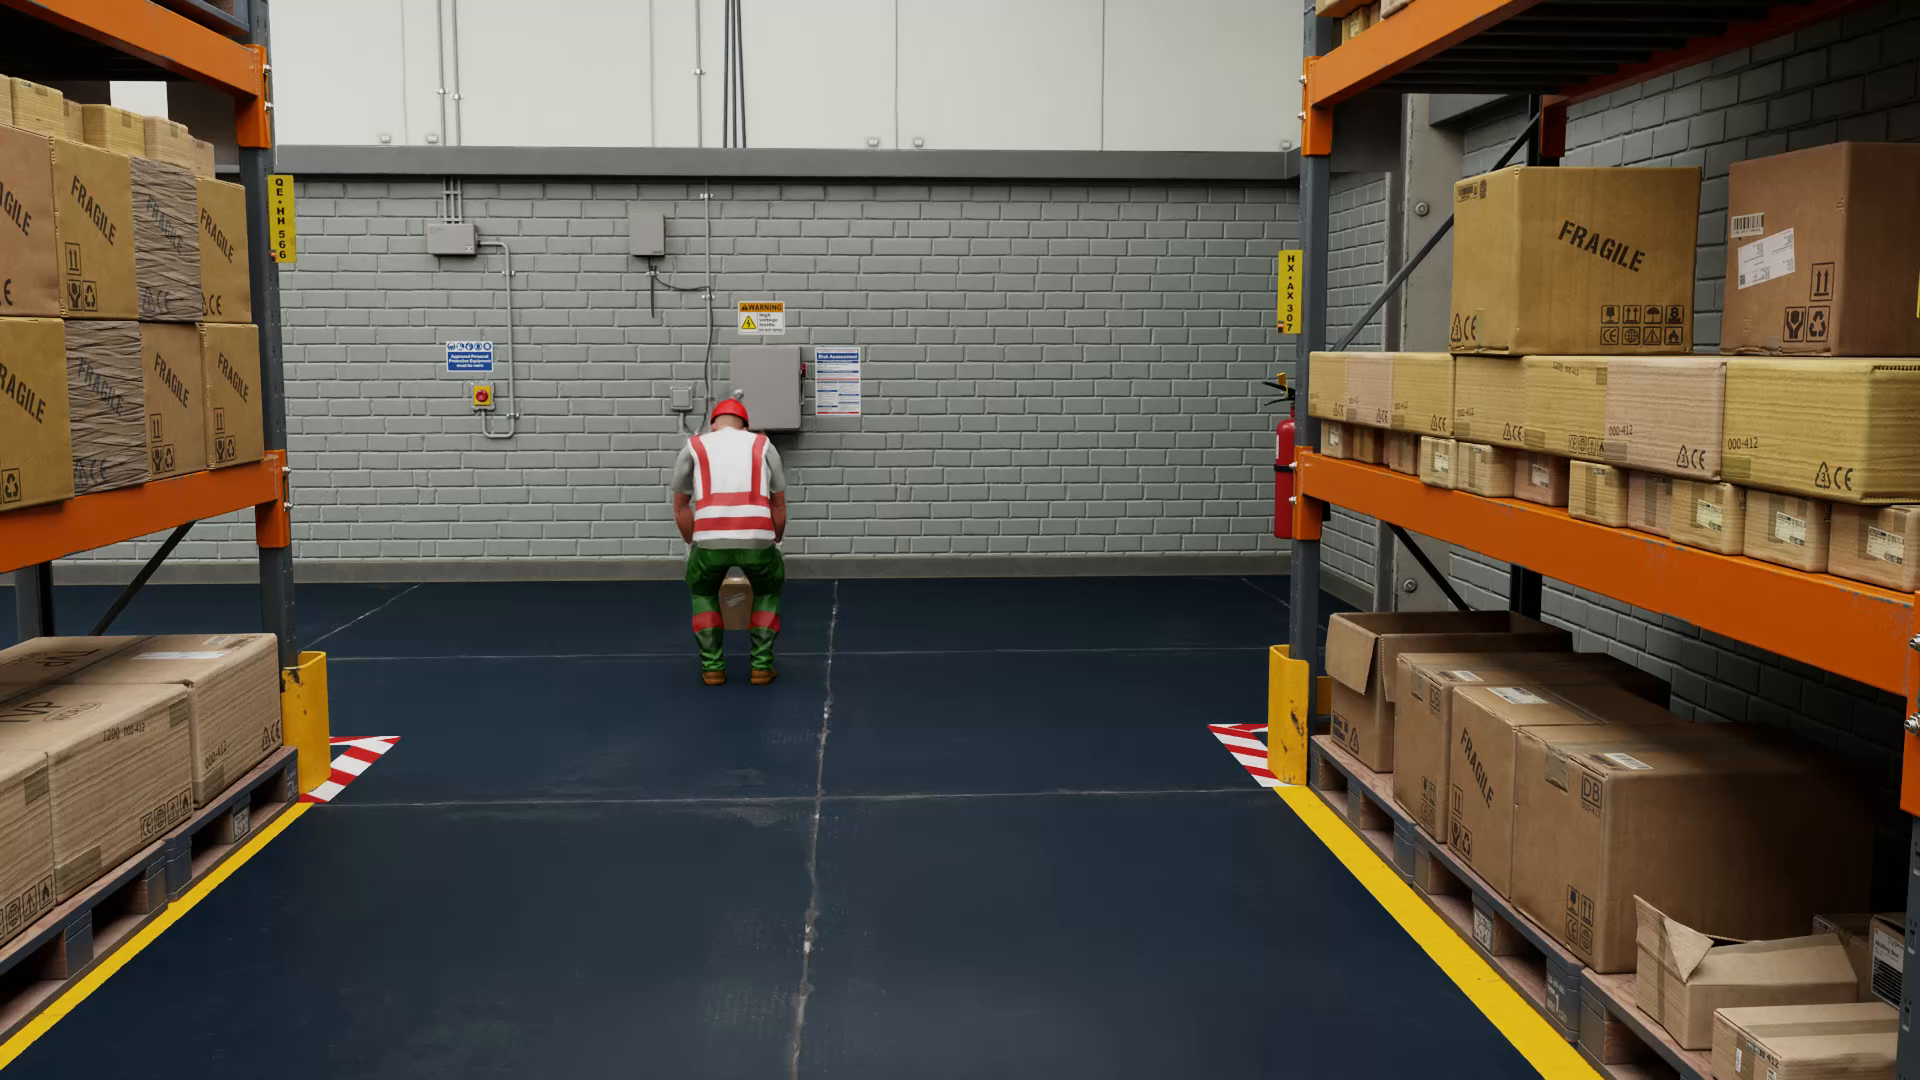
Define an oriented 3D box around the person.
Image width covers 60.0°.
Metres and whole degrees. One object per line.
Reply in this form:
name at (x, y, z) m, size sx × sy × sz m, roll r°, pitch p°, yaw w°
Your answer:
person at (-1.192, 0.003, 8.586) m, size 0.583 × 1.443 × 0.749 m, roll 0°, pitch 7°, yaw -4°
